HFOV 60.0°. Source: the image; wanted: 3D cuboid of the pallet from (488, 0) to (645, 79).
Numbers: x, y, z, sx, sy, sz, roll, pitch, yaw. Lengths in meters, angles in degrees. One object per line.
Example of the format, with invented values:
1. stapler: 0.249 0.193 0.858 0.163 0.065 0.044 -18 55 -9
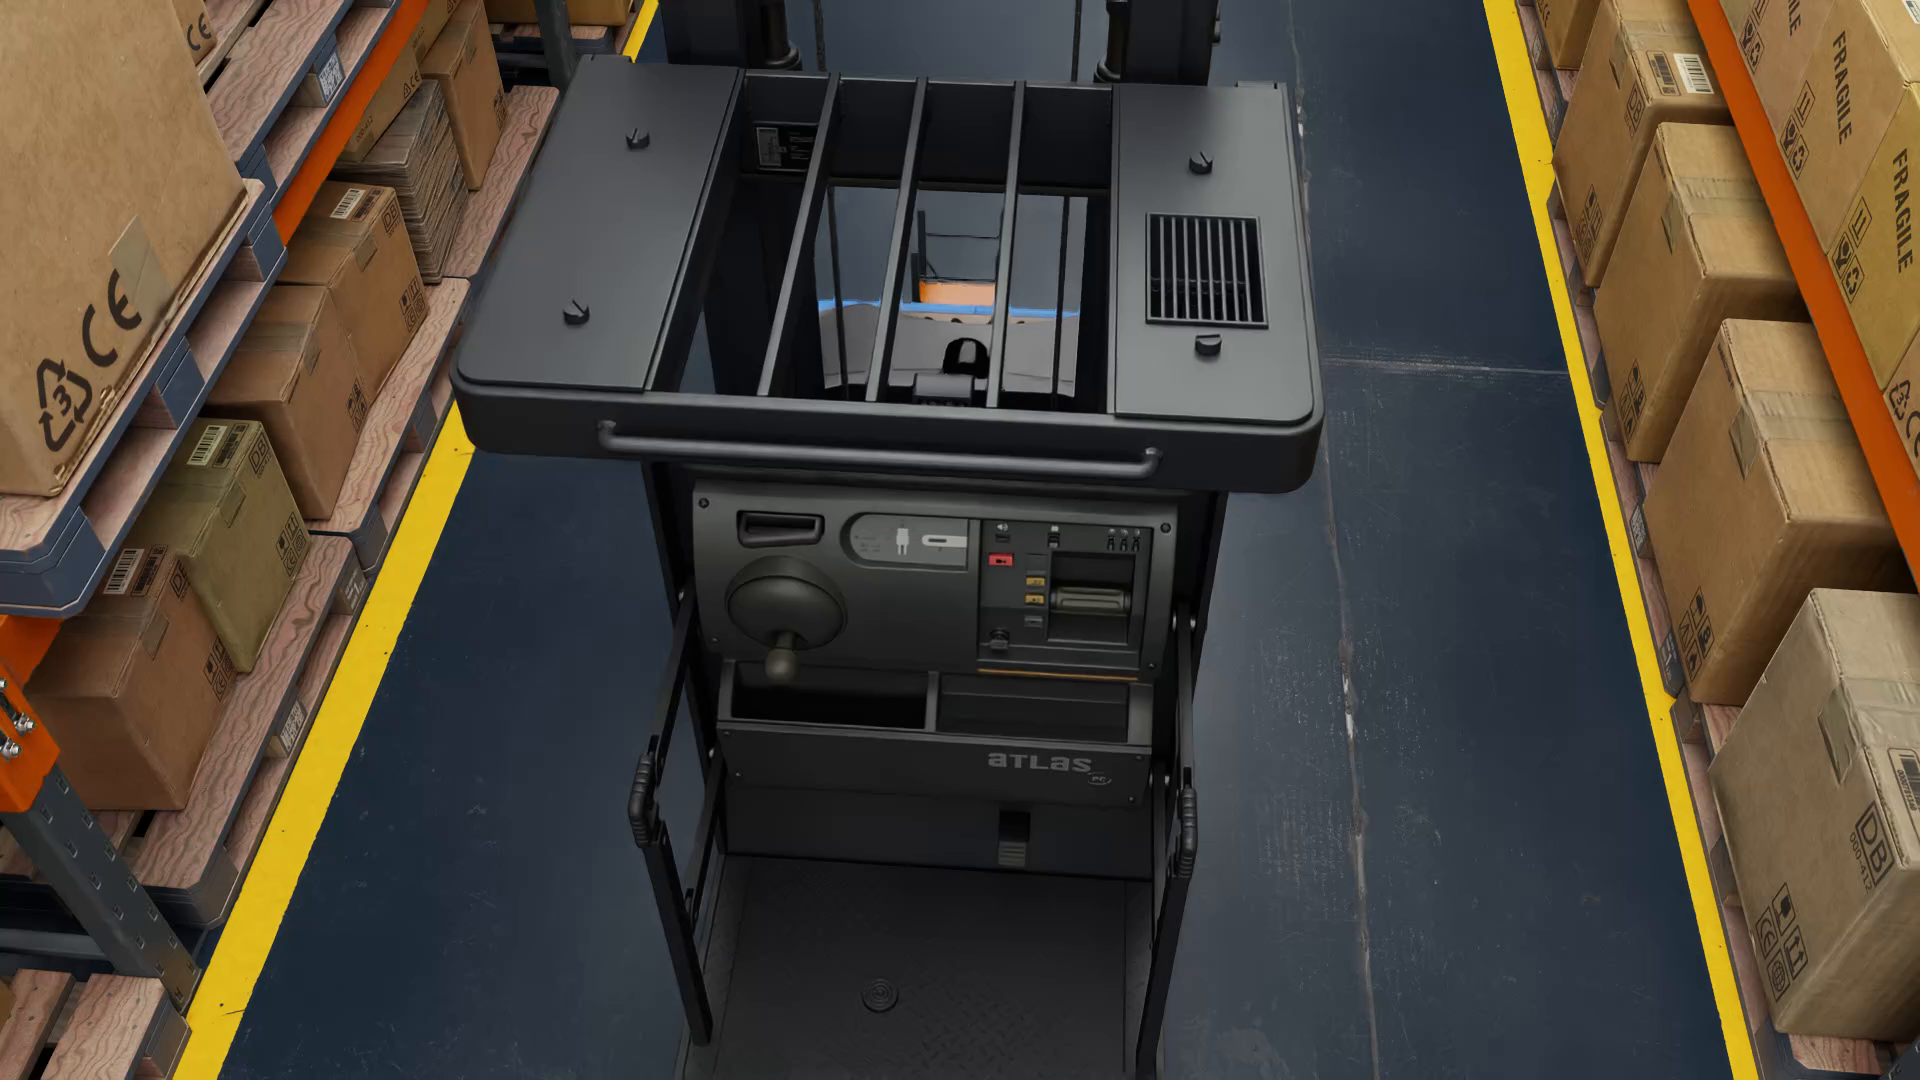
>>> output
1. pallet: -1.921 -2.470 7.366 1.003 0.211 1.213 4 48 4

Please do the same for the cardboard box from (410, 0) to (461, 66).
1. cardboard box: -2.099 -1.901 5.843 0.500 0.250 0.500 6 48 5

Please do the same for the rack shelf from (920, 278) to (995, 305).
1. rack shelf: 0.000 -0.620 4.576 0.258 0.103 0.180 3 48 3

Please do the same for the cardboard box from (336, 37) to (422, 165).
1. cardboard box: -2.137 -1.510 5.486 0.500 0.250 0.500 9 48 8

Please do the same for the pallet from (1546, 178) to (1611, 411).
1. pallet: 2.715 -0.914 5.943 1.003 0.211 1.213 4 48 4

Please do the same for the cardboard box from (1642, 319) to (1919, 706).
1. cardboard box: 2.556 -0.043 4.497 1.050 0.750 0.750 4 48 4

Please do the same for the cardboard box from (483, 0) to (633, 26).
1. cardboard box: -1.984 -2.768 6.904 1.225 0.875 0.875 2 48 2

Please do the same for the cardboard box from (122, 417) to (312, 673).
1. cardboard box: -2.293 -0.002 4.615 0.700 0.500 0.500 4 48 3

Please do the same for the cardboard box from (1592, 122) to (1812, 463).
1. cardboard box: 2.641 -0.728 5.123 1.050 0.750 0.750 5 48 4

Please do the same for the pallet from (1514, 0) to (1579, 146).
1. pallet: 2.935 -2.062 6.993 1.003 0.211 1.213 4 48 4

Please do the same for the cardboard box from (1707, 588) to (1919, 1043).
1. cardboard box: 2.465 0.665 3.849 1.050 0.750 0.750 4 48 3

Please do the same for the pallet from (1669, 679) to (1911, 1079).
1. pallet: 2.493 0.879 4.303 1.003 0.211 1.213 4 48 4

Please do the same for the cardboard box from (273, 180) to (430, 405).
1. cardboard box: -2.192 -0.823 5.366 0.700 0.500 0.500 7 48 7

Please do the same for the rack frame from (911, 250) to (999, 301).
1. rack frame: -0.007 -0.340 4.748 0.240 1.200 0.006 3 48 3

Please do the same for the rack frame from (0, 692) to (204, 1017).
1. rack frame: -2.432 0.102 3.124 1.000 3.000 0.127 4 48 4

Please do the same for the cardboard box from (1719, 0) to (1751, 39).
1. cardboard box: 2.509 -1.778 4.775 0.500 0.500 0.500 3 48 3

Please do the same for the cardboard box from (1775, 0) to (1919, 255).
1. cardboard box: 2.415 -1.041 4.102 0.500 0.500 0.500 3 48 3

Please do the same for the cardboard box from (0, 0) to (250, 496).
1. cardboard box: -2.221 -0.817 3.273 1.000 1.000 1.000 4 48 4

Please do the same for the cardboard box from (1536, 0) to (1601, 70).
1. cardboard box: 2.662 -2.229 6.665 0.500 0.500 0.500 4 48 3

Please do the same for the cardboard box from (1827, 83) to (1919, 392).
1. cardboard box: 2.371 -0.668 3.760 0.500 0.500 0.500 4 48 4

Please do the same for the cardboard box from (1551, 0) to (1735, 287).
1. cardboard box: 2.717 -1.371 5.711 1.050 0.750 0.750 3 48 3

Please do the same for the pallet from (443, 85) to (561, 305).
1. pallet: -2.140 -1.322 6.316 1.003 0.211 1.213 4 48 4

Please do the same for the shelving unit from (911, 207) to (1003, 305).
1. shelving unit: 0.000 -0.407 4.809 0.258 1.200 0.189 3 48 3

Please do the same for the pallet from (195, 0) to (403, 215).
1. pallet: -2.207 -1.315 4.550 1.003 0.211 1.213 4 48 4

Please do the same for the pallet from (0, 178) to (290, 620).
1. pallet: -2.218 -0.385 3.699 1.003 0.211 1.213 4 48 4

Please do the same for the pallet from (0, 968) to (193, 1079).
1. pallet: -2.458 1.539 3.699 1.003 0.211 1.213 4 48 4

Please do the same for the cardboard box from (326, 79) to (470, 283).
1. cardboard box: -2.147 -1.240 5.747 0.700 0.500 0.500 0 48 0

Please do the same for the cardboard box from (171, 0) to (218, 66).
1. cardboard box: -2.366 -1.355 4.102 0.797 0.503 0.637 8 48 8

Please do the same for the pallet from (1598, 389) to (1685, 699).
1. pallet: 2.602 -0.020 5.125 1.003 0.211 1.213 4 48 4

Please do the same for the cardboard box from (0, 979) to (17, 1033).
1. cardboard box: -2.509 1.095 3.625 0.500 0.500 0.500 3 48 2

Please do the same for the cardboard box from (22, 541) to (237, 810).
1. cardboard box: -2.355 0.347 4.295 0.700 0.500 0.500 1 48 1

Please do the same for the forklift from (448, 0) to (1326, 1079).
1. forklift: -0.066 0.198 3.082 1.130 2.935 3.031 3 48 3

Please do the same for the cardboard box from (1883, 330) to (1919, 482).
1. cardboard box: 2.325 -0.297 3.421 0.500 0.500 0.500 3 48 3

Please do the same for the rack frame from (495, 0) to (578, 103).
1. rack frame: -2.068 -2.837 5.812 1.000 3.000 0.127 4 48 4

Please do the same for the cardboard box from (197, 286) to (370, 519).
1. cardboard box: -2.242 -0.413 4.991 0.700 0.500 0.500 0 48 0

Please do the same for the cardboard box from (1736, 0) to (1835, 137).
1. cardboard box: 2.463 -1.407 4.436 0.500 0.500 0.500 4 48 3

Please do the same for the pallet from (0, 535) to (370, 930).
1. pallet: -2.363 0.471 4.676 1.003 0.211 1.213 4 48 4

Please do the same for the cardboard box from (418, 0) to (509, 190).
1. cardboard box: -2.109 -1.648 6.121 0.700 0.500 0.500 2 48 1

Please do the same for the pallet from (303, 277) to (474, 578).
1. pallet: -2.254 -0.428 5.498 1.003 0.211 1.213 4 48 4

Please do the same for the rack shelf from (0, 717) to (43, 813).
1. rack shelf: -2.615 1.815 2.045 1.077 0.370 4.000 4 48 4

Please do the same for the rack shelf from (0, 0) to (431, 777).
1. rack shelf: -2.250 -1.125 4.734 1.077 0.370 4.000 4 48 4

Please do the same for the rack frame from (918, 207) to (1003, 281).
1. rack frame: 0.007 -0.474 4.871 0.240 1.200 0.006 3 48 3
